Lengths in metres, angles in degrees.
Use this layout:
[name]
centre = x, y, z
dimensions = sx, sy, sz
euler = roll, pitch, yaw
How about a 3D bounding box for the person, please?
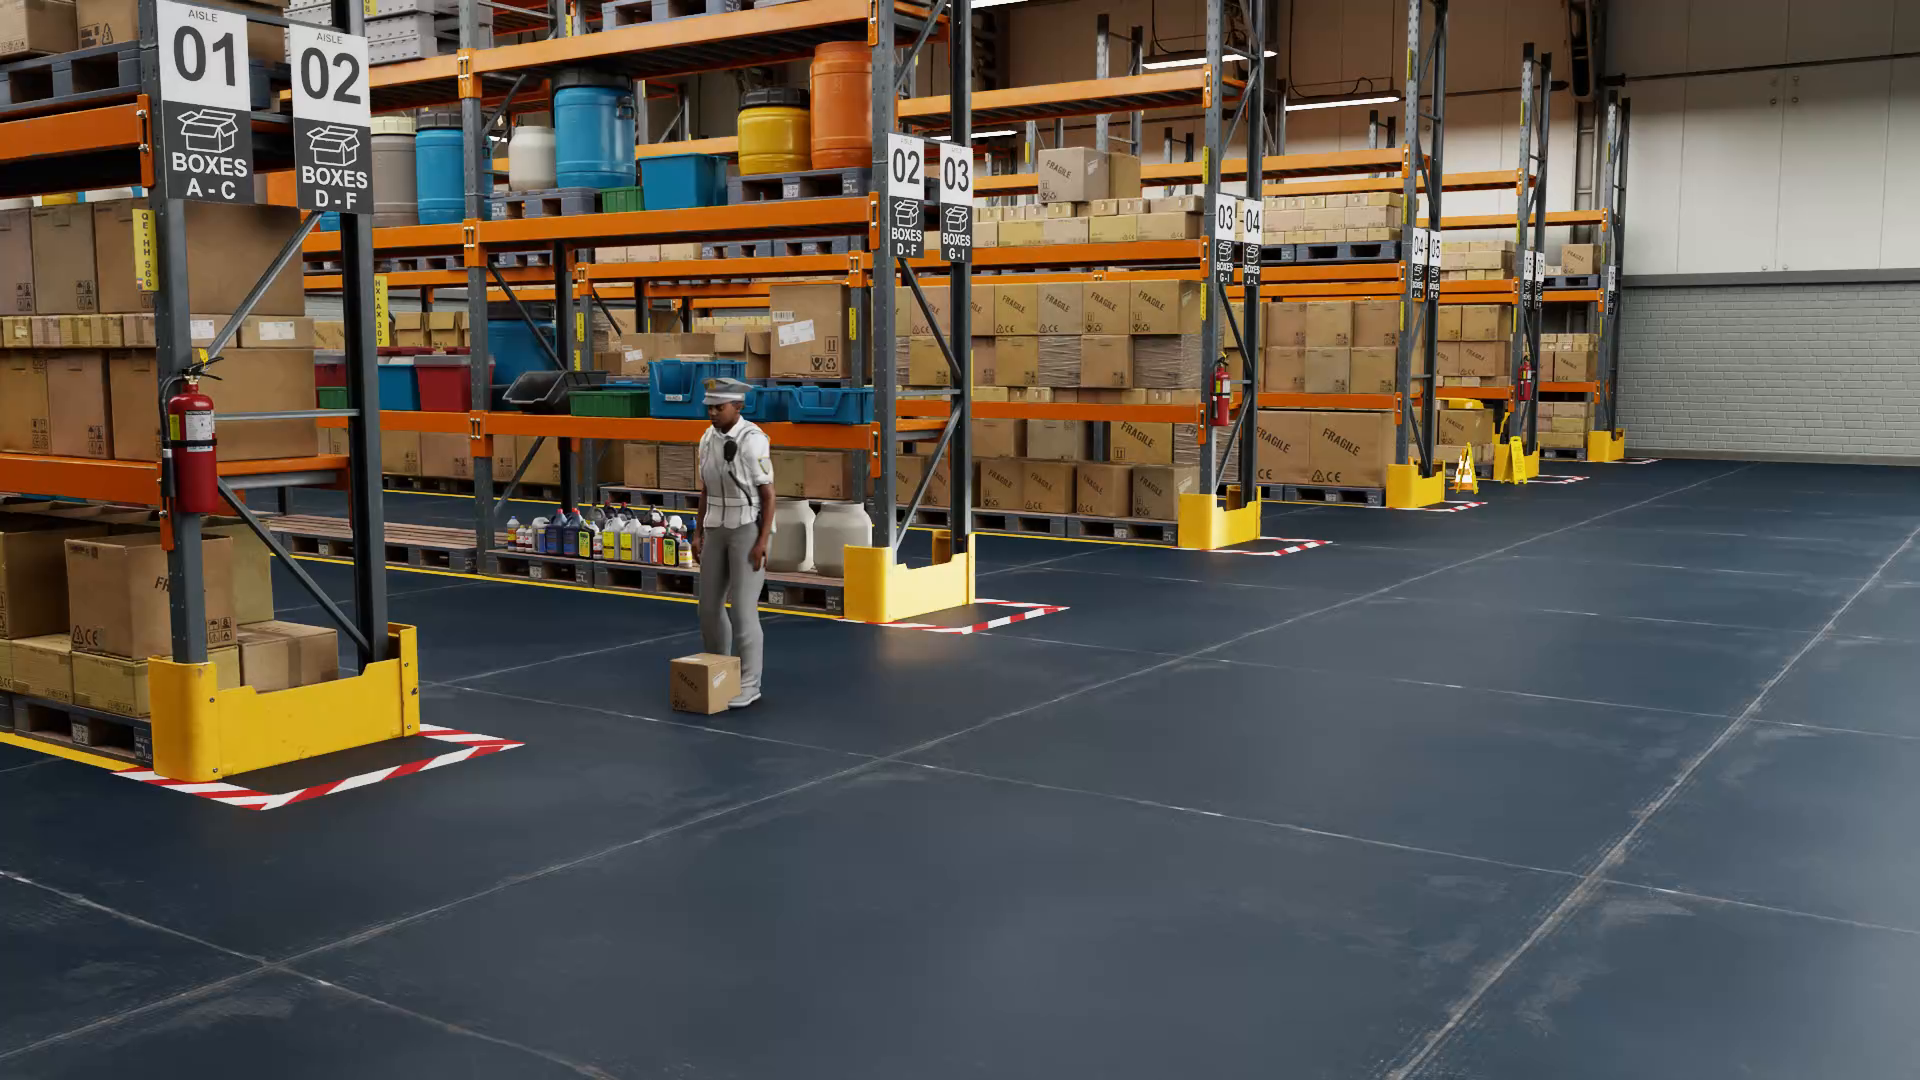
[person]
centre = -1.169, 0.001, 8.498
dimensions = 0.507, 1.660, 0.415
euler = 4, 8, 34
